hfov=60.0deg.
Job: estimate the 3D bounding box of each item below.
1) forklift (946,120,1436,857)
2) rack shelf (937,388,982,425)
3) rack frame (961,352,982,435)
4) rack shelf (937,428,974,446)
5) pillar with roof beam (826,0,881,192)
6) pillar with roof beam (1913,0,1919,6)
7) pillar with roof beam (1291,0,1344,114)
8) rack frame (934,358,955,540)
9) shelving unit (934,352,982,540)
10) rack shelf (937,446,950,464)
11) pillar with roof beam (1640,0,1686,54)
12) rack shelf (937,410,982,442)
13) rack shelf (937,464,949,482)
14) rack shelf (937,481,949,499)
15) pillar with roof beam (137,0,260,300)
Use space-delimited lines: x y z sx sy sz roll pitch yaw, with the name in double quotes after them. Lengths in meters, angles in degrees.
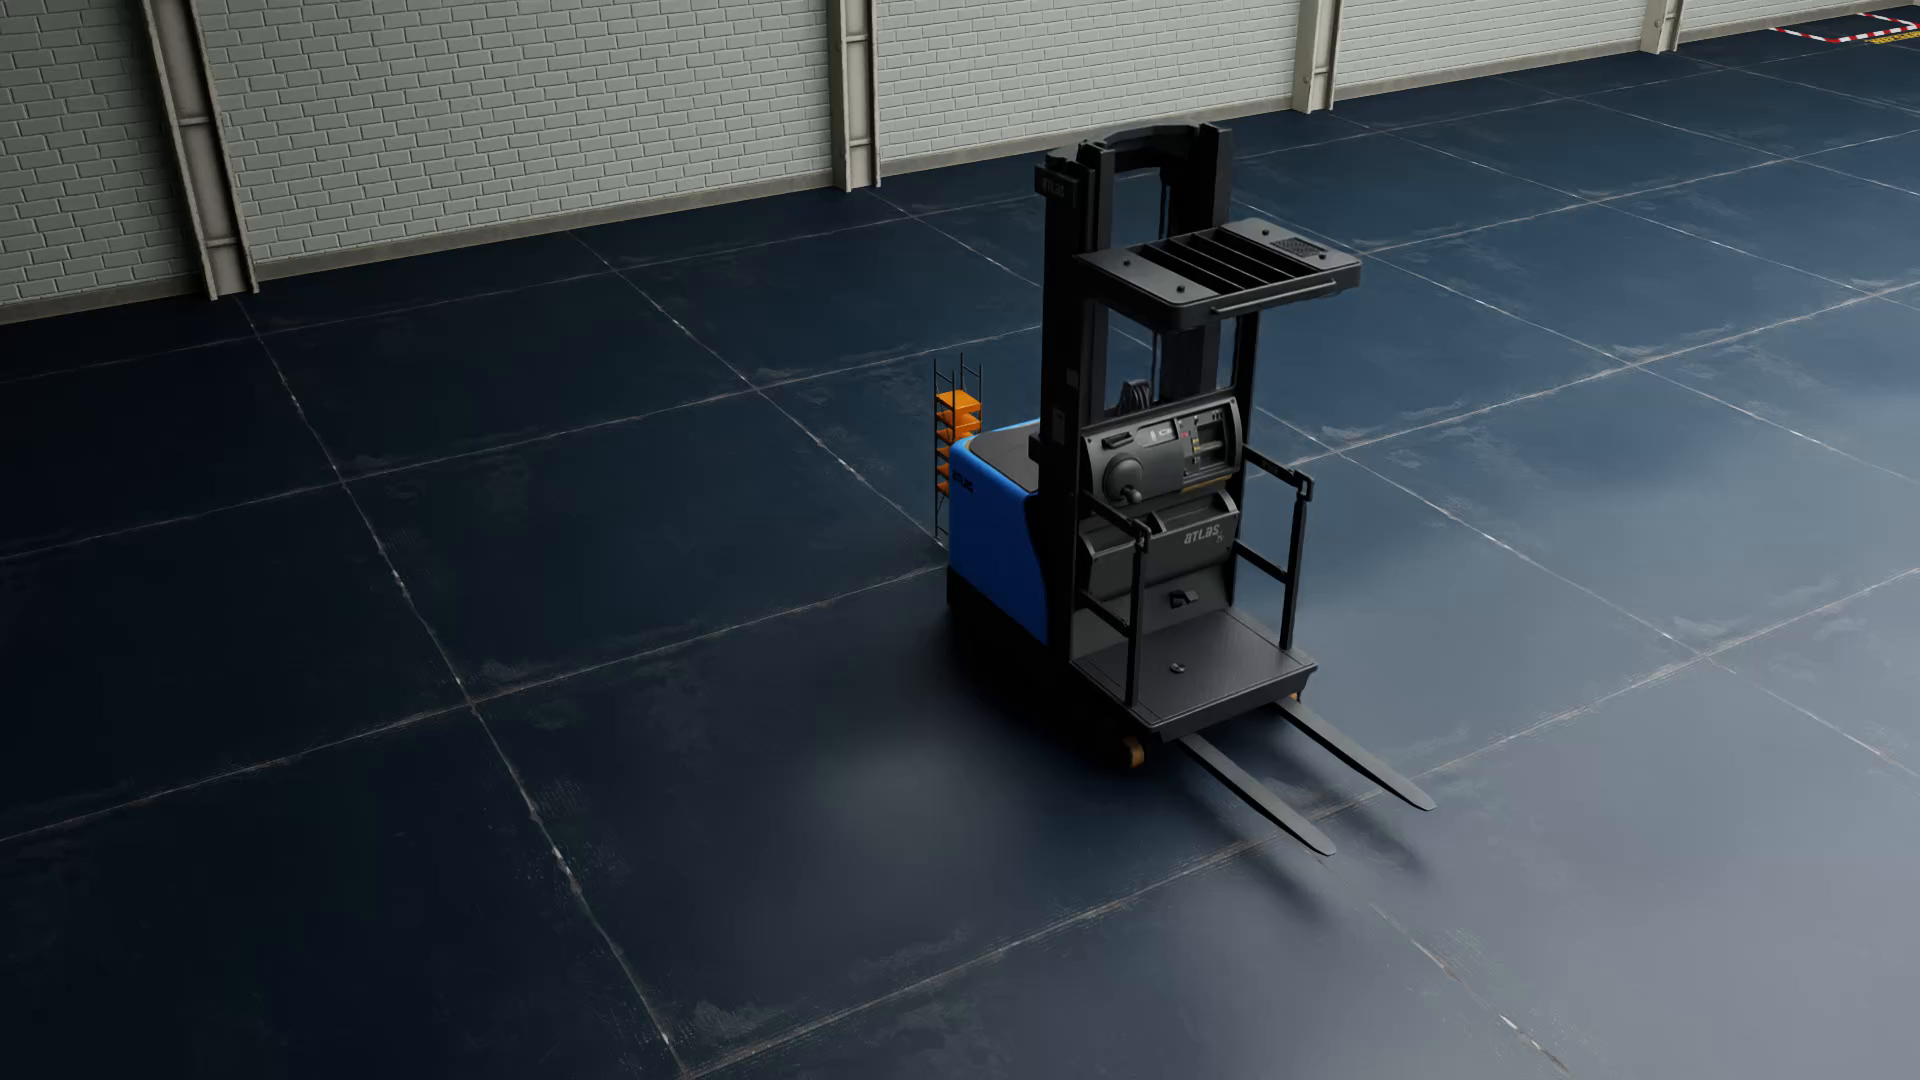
1.121 -0.398 8.037 1.130 2.935 3.031 -16 33 -27 "forklift"
-0.012 -0.798 9.899 0.180 0.103 0.258 -16 33 -26 "rack shelf"
0.066 -0.544 10.092 0.006 1.200 0.240 -16 33 -26 "rack frame"
-0.012 -0.588 10.015 0.180 0.103 0.258 -16 33 -26 "rack shelf"
1.135 -5.744 11.443 0.400 9.000 9.100 -16 33 -26 "pillar with roof beam"
16.654 -10.150 19.427 0.400 9.000 9.100 -16 33 -26 "pillar with roof beam"
6.308 -7.213 14.105 0.400 9.000 9.100 -16 33 -26 "pillar with roof beam"
-0.091 -0.499 10.011 0.006 1.200 0.240 -16 33 -26 "rack frame"
-0.012 -0.522 10.052 0.189 1.200 0.258 -16 33 -26 "shelving unit"
-0.012 -0.483 10.073 0.180 0.103 0.258 -16 33 -26 "rack shelf"
11.481 -8.681 16.766 0.400 9.000 9.100 -16 33 -26 "pillar with roof beam"
-0.012 -0.693 9.957 0.180 0.103 0.258 -16 33 -26 "rack shelf"
-0.012 -0.378 10.131 0.180 0.103 0.258 -16 33 -26 "rack shelf"
-0.012 -0.273 10.189 0.180 0.103 0.258 -16 33 -26 "rack shelf"
-4.038 -4.275 8.782 0.400 9.000 9.100 -16 33 -26 "pillar with roof beam"
